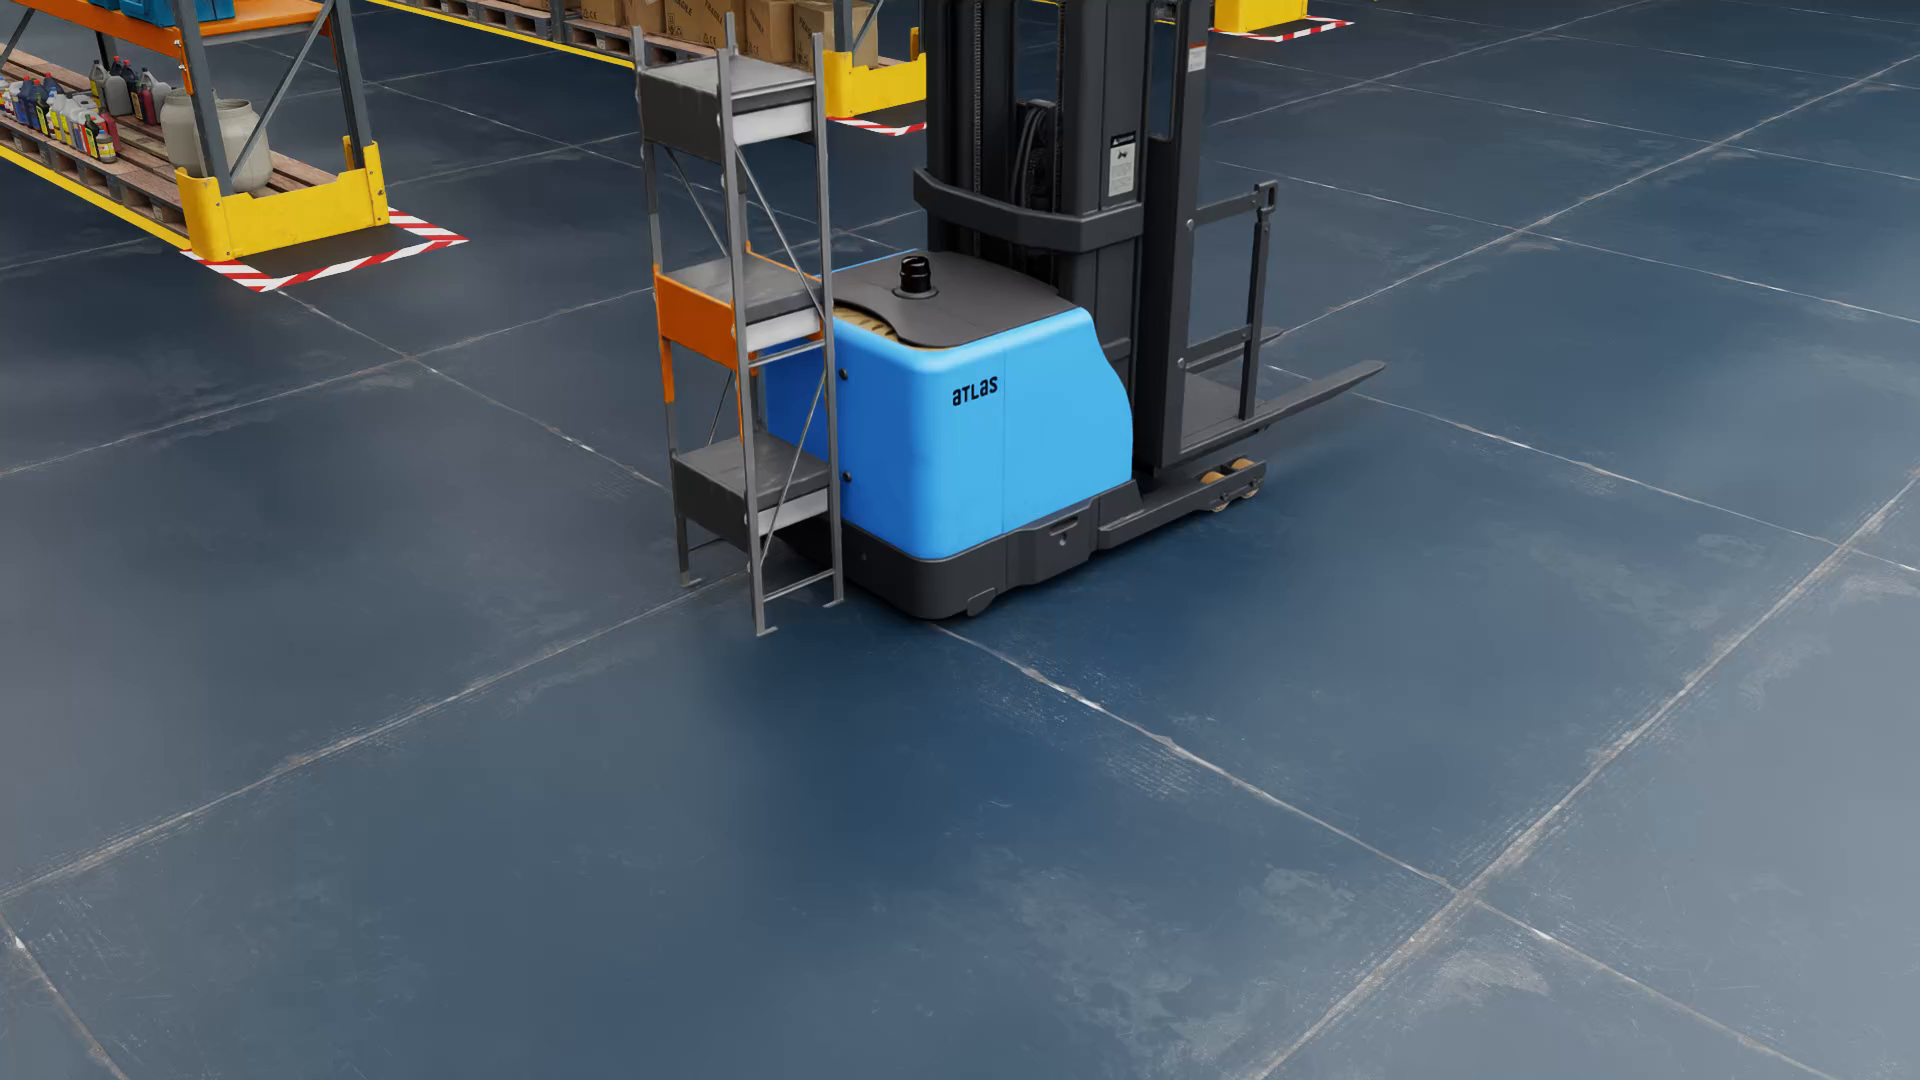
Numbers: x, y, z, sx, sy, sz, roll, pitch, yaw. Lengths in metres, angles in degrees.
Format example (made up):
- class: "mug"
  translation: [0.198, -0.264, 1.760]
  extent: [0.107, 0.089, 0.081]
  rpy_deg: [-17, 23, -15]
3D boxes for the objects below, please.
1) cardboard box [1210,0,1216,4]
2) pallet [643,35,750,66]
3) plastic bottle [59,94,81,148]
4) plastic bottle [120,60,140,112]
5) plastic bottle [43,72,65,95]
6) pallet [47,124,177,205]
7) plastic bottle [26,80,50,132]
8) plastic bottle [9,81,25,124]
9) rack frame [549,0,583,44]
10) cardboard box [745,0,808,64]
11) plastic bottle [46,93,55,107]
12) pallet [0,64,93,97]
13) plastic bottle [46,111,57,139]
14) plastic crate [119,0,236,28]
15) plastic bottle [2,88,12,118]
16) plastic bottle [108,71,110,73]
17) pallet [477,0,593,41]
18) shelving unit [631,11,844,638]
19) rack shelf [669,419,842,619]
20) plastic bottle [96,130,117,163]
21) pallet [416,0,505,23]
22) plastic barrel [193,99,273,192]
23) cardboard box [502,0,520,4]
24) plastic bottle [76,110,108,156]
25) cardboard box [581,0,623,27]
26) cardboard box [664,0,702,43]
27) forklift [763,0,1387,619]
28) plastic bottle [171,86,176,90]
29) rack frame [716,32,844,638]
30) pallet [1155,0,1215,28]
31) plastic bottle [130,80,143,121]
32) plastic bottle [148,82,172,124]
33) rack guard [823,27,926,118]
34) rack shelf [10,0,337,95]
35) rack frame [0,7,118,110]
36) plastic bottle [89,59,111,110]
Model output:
- class: "cardboard box"
  translation: [2.436, -5.910, 16.598]
  extent: [0.875, 0.875, 0.875]
  rpy_deg: [25, 37, 39]
- class: "pallet"
  translation: [-2.058, -4.317, 14.734]
  extent: [1.213, 0.211, 1.003]
  rpy_deg: [25, 36, 38]
- class: "plastic bottle"
  translation: [-6.053, -2.874, 11.366]
  extent: [0.144, 0.351, 0.185]
  rpy_deg: [-24, 36, -37]
- class: "plastic bottle"
  translation: [-6.110, -3.359, 12.288]
  extent: [0.185, 0.351, 0.144]
  rpy_deg: [22, 35, 36]
- class: "plastic bottle"
  translation: [-6.523, -3.182, 11.953]
  extent: [0.185, 0.351, 0.144]
  rpy_deg: [25, 36, 38]
- class: "pallet"
  translation: [-5.584, -2.648, 11.559]
  extent: [1.213, 0.211, 1.003]
  rpy_deg: [25, 36, 38]
- class: "plastic bottle"
  translation: [-6.489, -3.073, 11.745]
  extent: [0.185, 0.351, 0.144]
  rpy_deg: [23, 35, 36]
- class: "plastic bottle"
  translation: [-6.739, -3.157, 11.984]
  extent: [0.152, 0.276, 0.135]
  rpy_deg: [-24, 36, -37]
- class: "rack frame"
  translation: [-3.436, -6.157, 15.237]
  extent: [0.127, 3.000, 1.000]
  rpy_deg: [25, 36, 38]
- class: "cardboard box"
  translation: [-1.467, -4.324, 13.986]
  extent: [0.500, 0.500, 0.500]
  rpy_deg: [-15, 31, -27]
- class: "plastic bottle"
  translation: [-6.358, -3.002, 11.696]
  extent: [0.097, 0.271, 0.097]
  rpy_deg: [0, 28, 0]
- class: "pallet"
  translation: [-7.495, -3.523, 13.222]
  extent: [1.213, 0.211, 1.003]
  rpy_deg: [25, 36, 38]
- class: "plastic bottle"
  translation: [-6.304, -2.907, 11.589]
  extent: [0.097, 0.201, 0.097]
  rpy_deg: [0, 28, 0]
- class: "plastic crate"
  translation: [-4.623, -3.206, 9.785]
  extent: [0.616, 0.251, 0.499]
  rpy_deg: [25, 36, 38]
- class: "plastic bottle"
  translation: [-6.916, -3.187, 12.122]
  extent: [0.097, 0.201, 0.097]
  rpy_deg: [0, 28, 0]
- class: "plastic bottle"
  translation: [-6.431, -3.455, 12.631]
  extent: [0.097, 0.201, 0.097]
  rpy_deg: [0, 28, 0]
- class: "pallet"
  translation: [-3.992, -5.176, 16.368]
  extent: [1.213, 0.211, 1.003]
  rpy_deg: [25, 36, 38]
- class: "shelving unit"
  translation: [-0.757, -0.720, 5.863]
  extent: [0.431, 2.100, 0.503]
  rpy_deg: [-23, 35, -36]
- class: "rack shelf"
  translation: [-0.757, -0.088, 6.195]
  extent: [0.431, 0.518, 0.480]
  rpy_deg: [-23, 35, -36]
- class: "plastic bottle"
  translation: [-5.673, -2.618, 11.040]
  extent: [0.097, 0.201, 0.097]
  rpy_deg: [0, 28, 0]
- class: "pallet"
  translation: [-4.866, -5.575, 17.125]
  extent: [1.213, 0.211, 1.003]
  rpy_deg: [25, 36, 38]
- class: "plastic barrel"
  translation: [-4.579, -2.482, 10.470]
  extent: [0.421, 0.512, 0.421]
  rpy_deg: [0, 28, 0]
- class: "cardboard box"
  translation: [-4.185, -5.615, 16.418]
  extent: [0.500, 0.500, 0.700]
  rpy_deg: [24, 36, 38]
- class: "plastic bottle"
  translation: [-5.833, -2.743, 11.197]
  extent: [0.135, 0.276, 0.152]
  rpy_deg: [25, 37, 39]
- class: "cardboard box"
  translation: [-3.179, -5.093, 15.447]
  extent: [0.500, 0.500, 0.500]
  rpy_deg: [23, 36, 37]
- class: "cardboard box"
  translation: [-2.267, -4.732, 14.761]
  extent: [0.500, 0.500, 0.500]
  rpy_deg: [21, 34, 34]
- class: "forklift"
  translation: [0.668, -1.576, 6.598]
  extent: [3.031, 2.935, 1.130]
  rpy_deg: [-23, 35, -36]
- class: "plastic bottle"
  translation: [-5.591, -3.101, 11.883]
  extent: [0.097, 0.271, 0.097]
  rpy_deg: [0, 28, 0]
- class: "rack frame"
  translation: [-0.594, -0.635, 5.702]
  extent: [0.400, 2.100, 0.015]
  rpy_deg: [-23, 35, -36]
- class: "pallet"
  translation: [2.341, -5.466, 16.918]
  extent: [1.213, 0.211, 1.003]
  rpy_deg: [25, 36, 38]
- class: "plastic bottle"
  translation: [-5.933, -3.181, 12.022]
  extent: [0.133, 0.283, 0.061]
  rpy_deg: [25, 36, 38]
- class: "plastic bottle"
  translation: [-5.767, -3.166, 12.001]
  extent: [0.152, 0.276, 0.135]
  rpy_deg: [-25, 36, -38]
- class: "rack guard"
  translation: [-0.638, -3.770, 13.383]
  extent: [0.348, 0.500, 1.175]
  rpy_deg: [25, 36, 38]
- class: "rack shelf"
  translation: [-5.482, -3.542, 11.037]
  extent: [4.000, 0.370, 1.077]
  rpy_deg: [25, 36, 38]
- class: "rack frame"
  translation: [-6.908, -4.513, 12.111]
  extent: [0.127, 3.000, 1.000]
  rpy_deg: [25, 36, 38]
- class: "plastic bottle"
  translation: [-6.348, -3.373, 12.316]
  extent: [0.185, 0.351, 0.144]
  rpy_deg: [25, 36, 38]
